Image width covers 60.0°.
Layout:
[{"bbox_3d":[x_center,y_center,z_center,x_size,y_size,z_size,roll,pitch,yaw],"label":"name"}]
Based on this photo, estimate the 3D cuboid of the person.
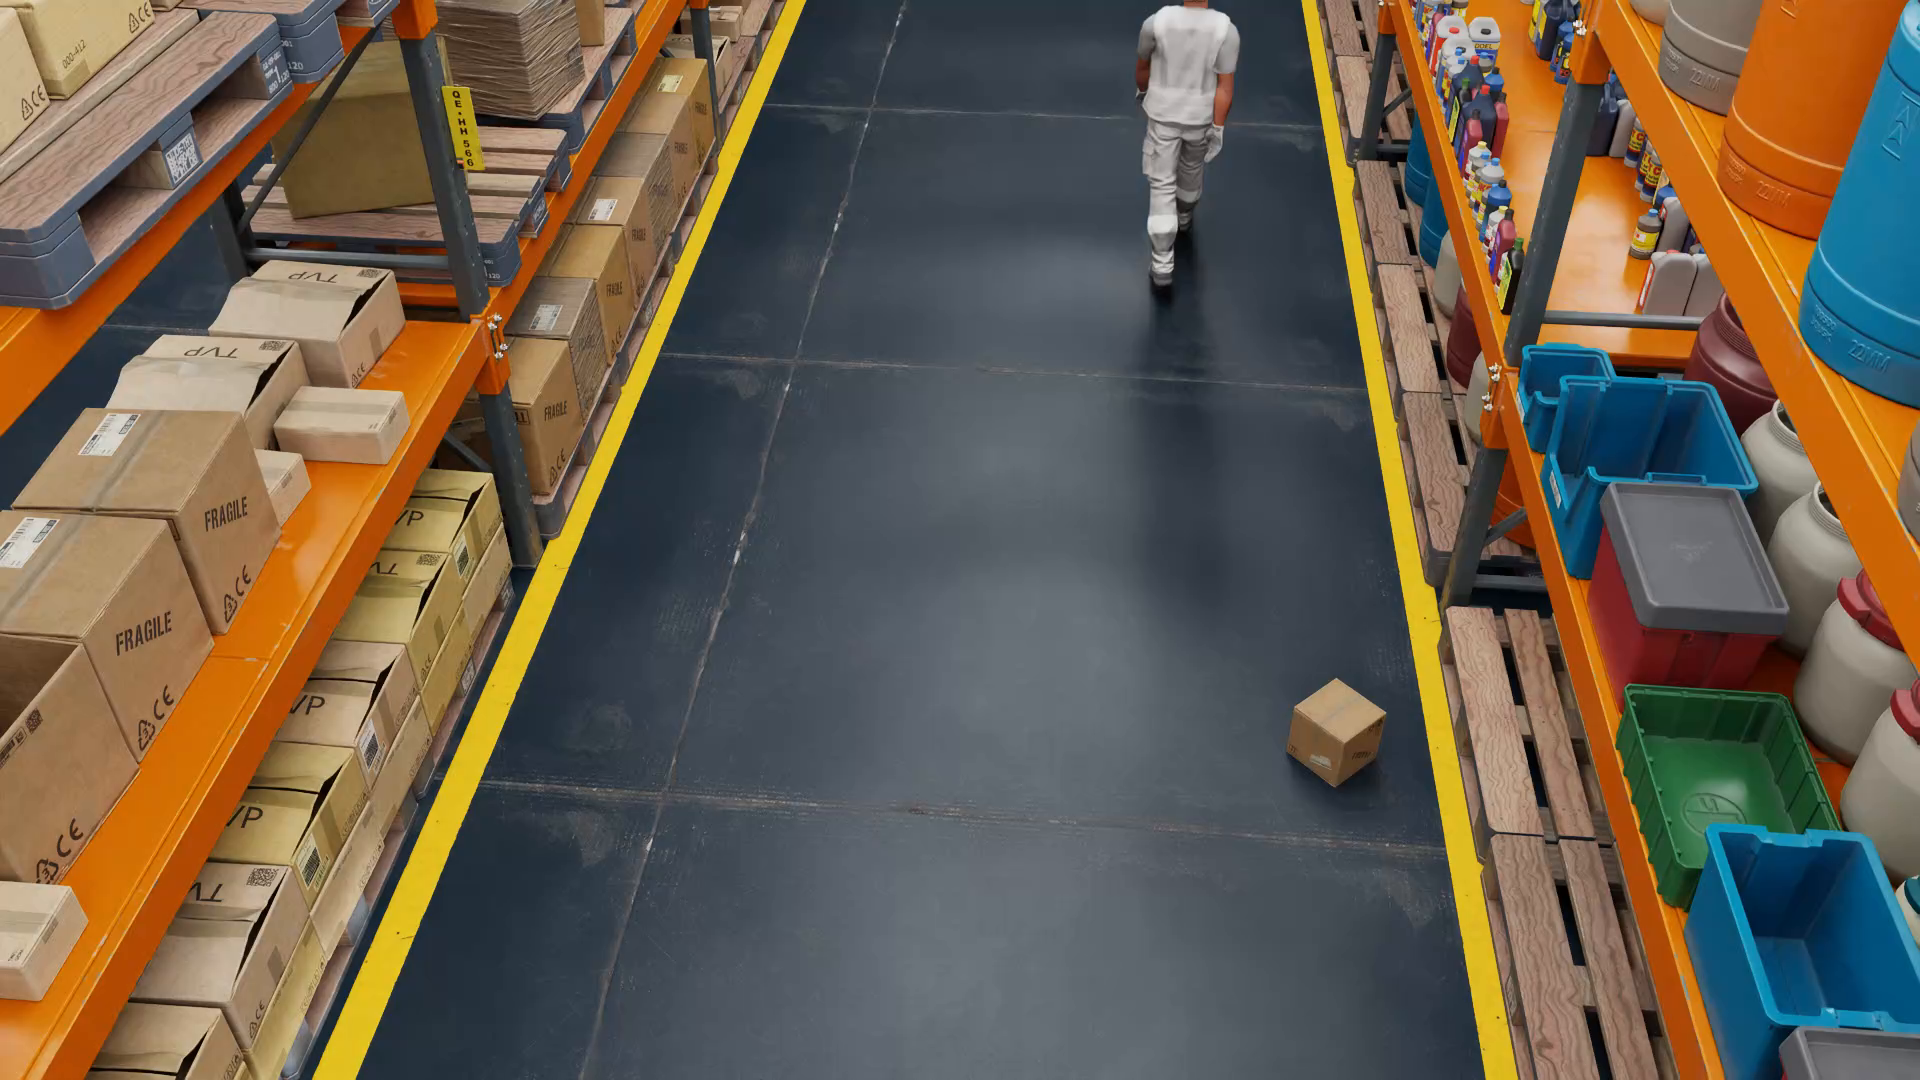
[{"bbox_3d":[1.188,-2.312,8.928,0.524,1.741,1.058,2,40,3],"label":"person"}]
